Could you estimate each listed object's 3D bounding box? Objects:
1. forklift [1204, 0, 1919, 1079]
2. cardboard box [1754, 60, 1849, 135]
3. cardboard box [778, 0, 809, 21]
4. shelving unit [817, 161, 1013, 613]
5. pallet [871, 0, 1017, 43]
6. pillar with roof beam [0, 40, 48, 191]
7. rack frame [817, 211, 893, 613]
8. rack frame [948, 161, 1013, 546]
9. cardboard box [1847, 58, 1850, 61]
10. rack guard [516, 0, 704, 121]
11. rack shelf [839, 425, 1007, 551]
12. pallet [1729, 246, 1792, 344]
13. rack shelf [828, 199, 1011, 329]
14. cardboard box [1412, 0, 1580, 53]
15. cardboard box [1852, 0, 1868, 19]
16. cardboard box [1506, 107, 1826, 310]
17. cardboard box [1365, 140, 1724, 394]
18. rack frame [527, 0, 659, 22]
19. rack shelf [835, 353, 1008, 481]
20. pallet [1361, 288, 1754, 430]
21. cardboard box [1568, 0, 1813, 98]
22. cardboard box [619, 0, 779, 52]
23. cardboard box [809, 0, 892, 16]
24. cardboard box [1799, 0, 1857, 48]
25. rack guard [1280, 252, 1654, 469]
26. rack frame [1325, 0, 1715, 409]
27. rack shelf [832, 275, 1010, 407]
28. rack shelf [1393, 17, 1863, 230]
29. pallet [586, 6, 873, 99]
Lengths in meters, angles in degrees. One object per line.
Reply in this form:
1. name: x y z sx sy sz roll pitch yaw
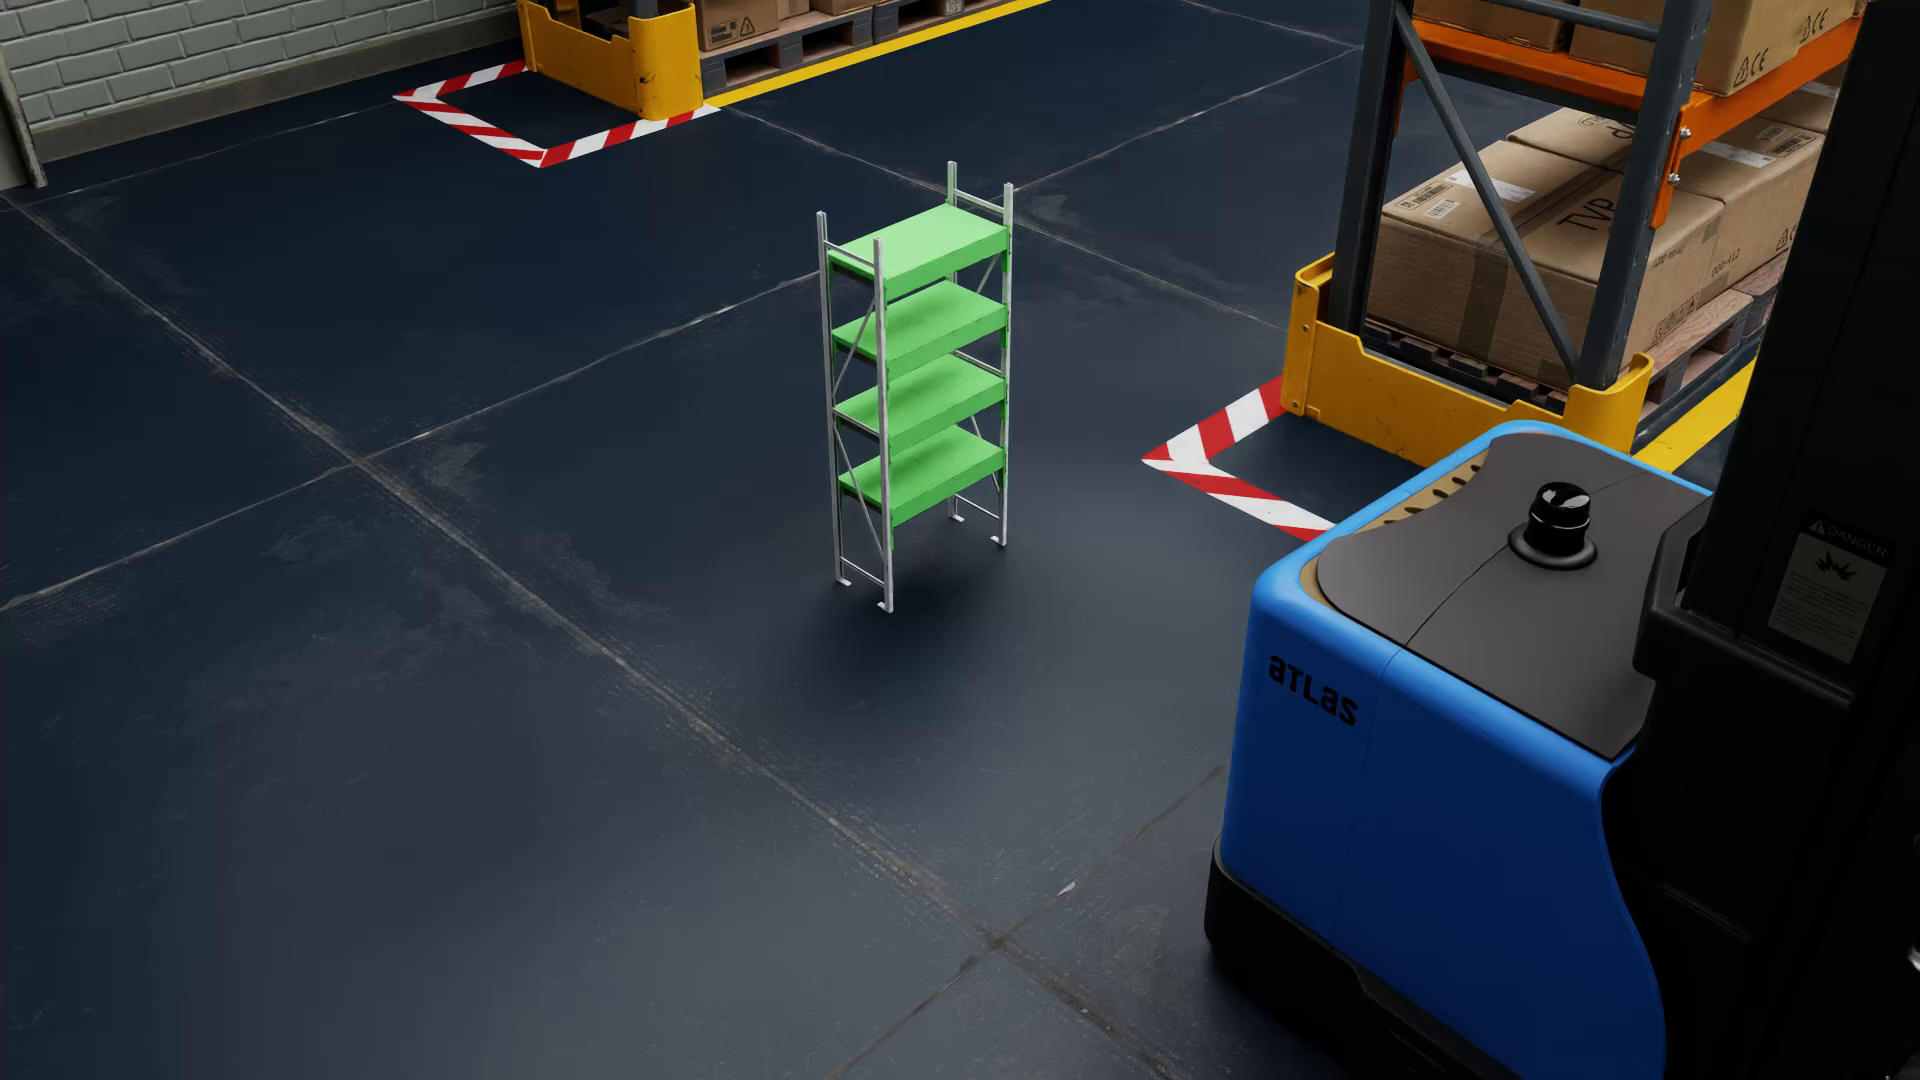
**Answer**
1. forklift: 1.928 0.188 2.418 1.130 2.935 3.031 -28 43 -34
2. cardboard box: 3.338 -1.730 6.981 0.875 0.438 0.875 28 44 34
3. cardboard box: -1.031 -2.929 8.953 0.380 0.149 0.250 28 43 34
4. shelving unit: -0.117 -0.425 4.810 0.258 1.200 0.503 30 45 35
5. pallet: -0.382 -3.263 9.744 1.003 0.211 1.213 30 45 35
6. pillar with roof beam: -1.341 -3.554 2.479 9.100 9.000 0.400 30 45 35
7. rack frame: -0.289 -0.326 4.668 0.240 1.200 0.015 30 45 35
8. rack frame: 0.055 -0.524 4.952 0.240 1.200 0.015 30 45 35
9. cardboard box: 3.969 -2.094 7.503 0.875 0.438 0.875 29 44 35
10. rack guard: -1.803 -2.565 8.490 1.175 0.500 0.348 30 45 35
11. rack shelf: -0.117 -0.176 4.984 0.258 0.148 0.480 30 45 35
12. pallet: 3.036 -1.265 6.880 1.003 0.211 1.213 30 45 35
13. rack shelf: -0.117 -0.766 4.572 0.258 0.148 0.480 30 45 35
14. cardboard box: 1.821 -1.904 5.270 0.500 0.500 0.500 -30 45 -35
15. cardboard box: 2.919 -2.096 5.546 0.500 0.500 0.500 29 44 35
16. cardboard box: 2.702 -1.365 6.457 0.875 0.438 0.875 -29 44 -34
17. cardboard box: 2.063 -0.990 5.920 0.875 0.438 0.875 28 44 34
18. rack frame: -1.856 -3.559 7.731 1.000 3.000 0.127 30 45 35
19. rack shelf: -0.117 -0.373 4.847 0.258 0.148 0.480 30 45 35
20. pallet: 2.177 -0.772 6.173 1.003 0.211 1.213 30 45 35
21. cardboard box: 2.211 -1.680 4.950 0.500 0.500 0.500 29 44 35
22. cardboard box: -1.358 -2.918 8.626 0.797 0.503 0.637 28 43 34
23. cardboard box: -0.728 -3.248 9.102 0.500 0.500 0.700 -28 44 -34
24. cardboard box: 2.547 -1.897 5.260 0.500 0.500 0.500 29 44 35
25. rack guard: 1.652 -0.525 5.566 1.175 0.500 0.348 30 45 35
26. rack frame: 1.669 -1.560 4.865 1.000 3.000 0.127 30 45 35
27. rack shelf: -0.117 -0.569 4.710 0.258 0.148 0.480 30 45 35
28. rack shelf: 3.078 -2.077 6.235 1.077 0.370 4.000 30 45 35
29. pallet: -1.242 -2.770 9.038 1.003 0.211 1.213 30 45 35
